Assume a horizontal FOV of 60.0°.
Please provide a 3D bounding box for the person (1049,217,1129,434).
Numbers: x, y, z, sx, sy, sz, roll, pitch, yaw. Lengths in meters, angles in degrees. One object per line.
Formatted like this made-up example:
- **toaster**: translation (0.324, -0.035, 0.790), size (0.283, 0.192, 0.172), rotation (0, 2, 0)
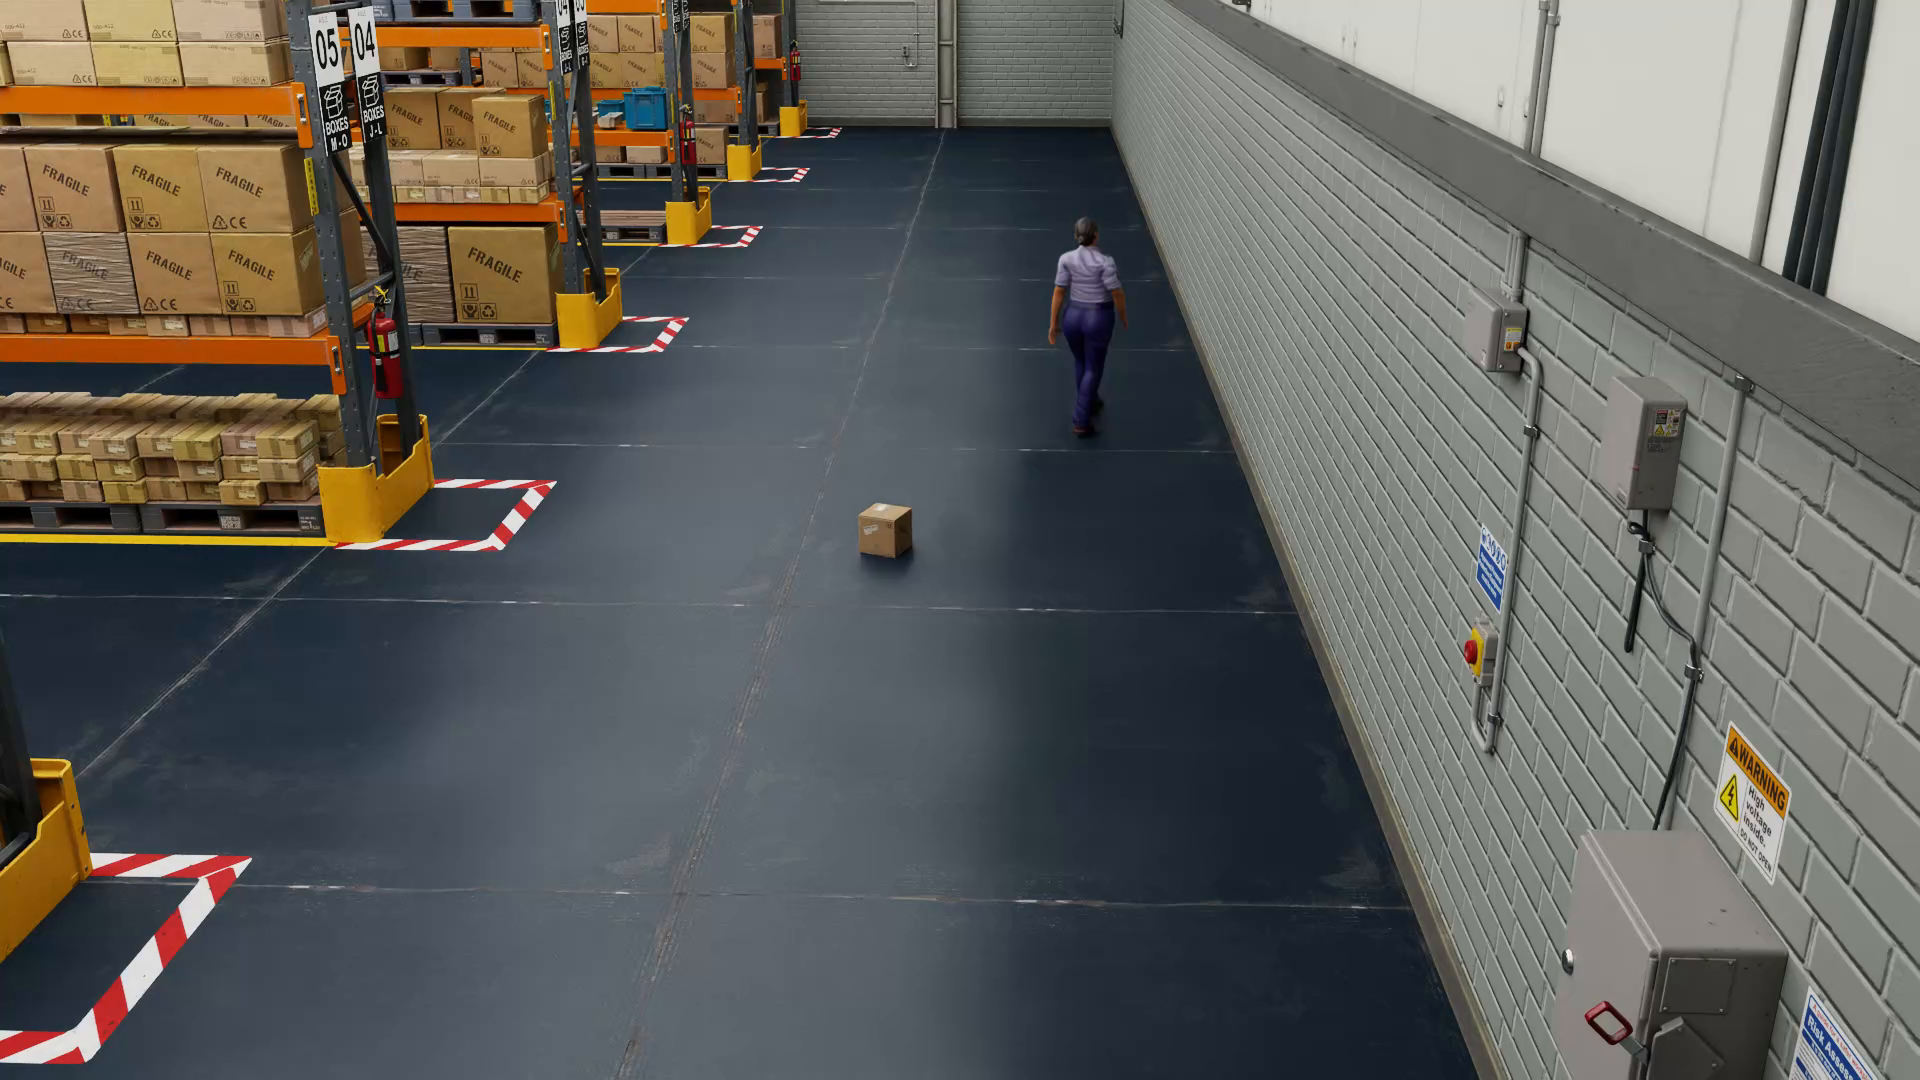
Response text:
- **person**: translation (1.052, -1.673, 12.685), size (0.529, 1.624, 0.814), rotation (12, 24, 29)
